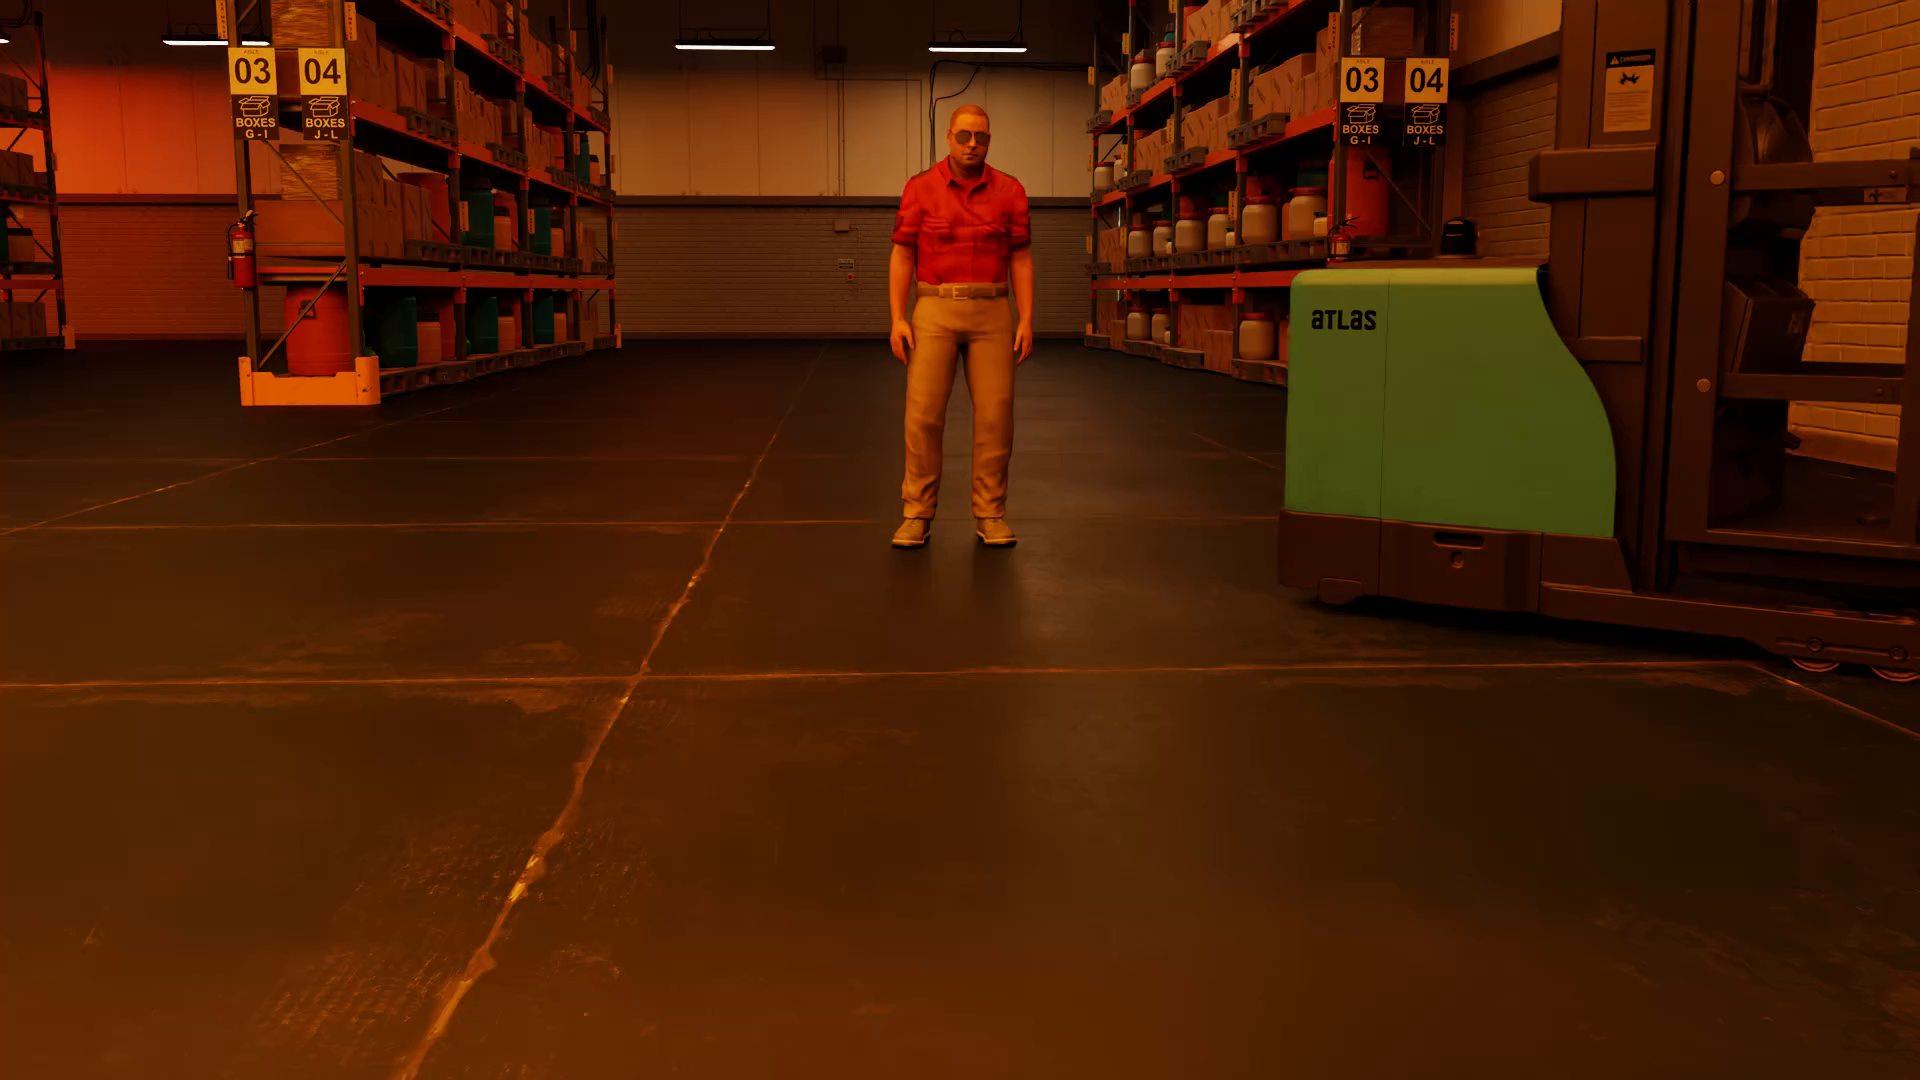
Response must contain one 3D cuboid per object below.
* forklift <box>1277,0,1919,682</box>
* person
[{"bbox_3d":[2.521,-1.168,4.697,3.031,2.935,1.130,6,10,35],"label":"forklift"},{"bbox_3d":[0.011,-0.849,6.647,0.587,1.726,0.396,-1,8,-5],"label":"person"}]
